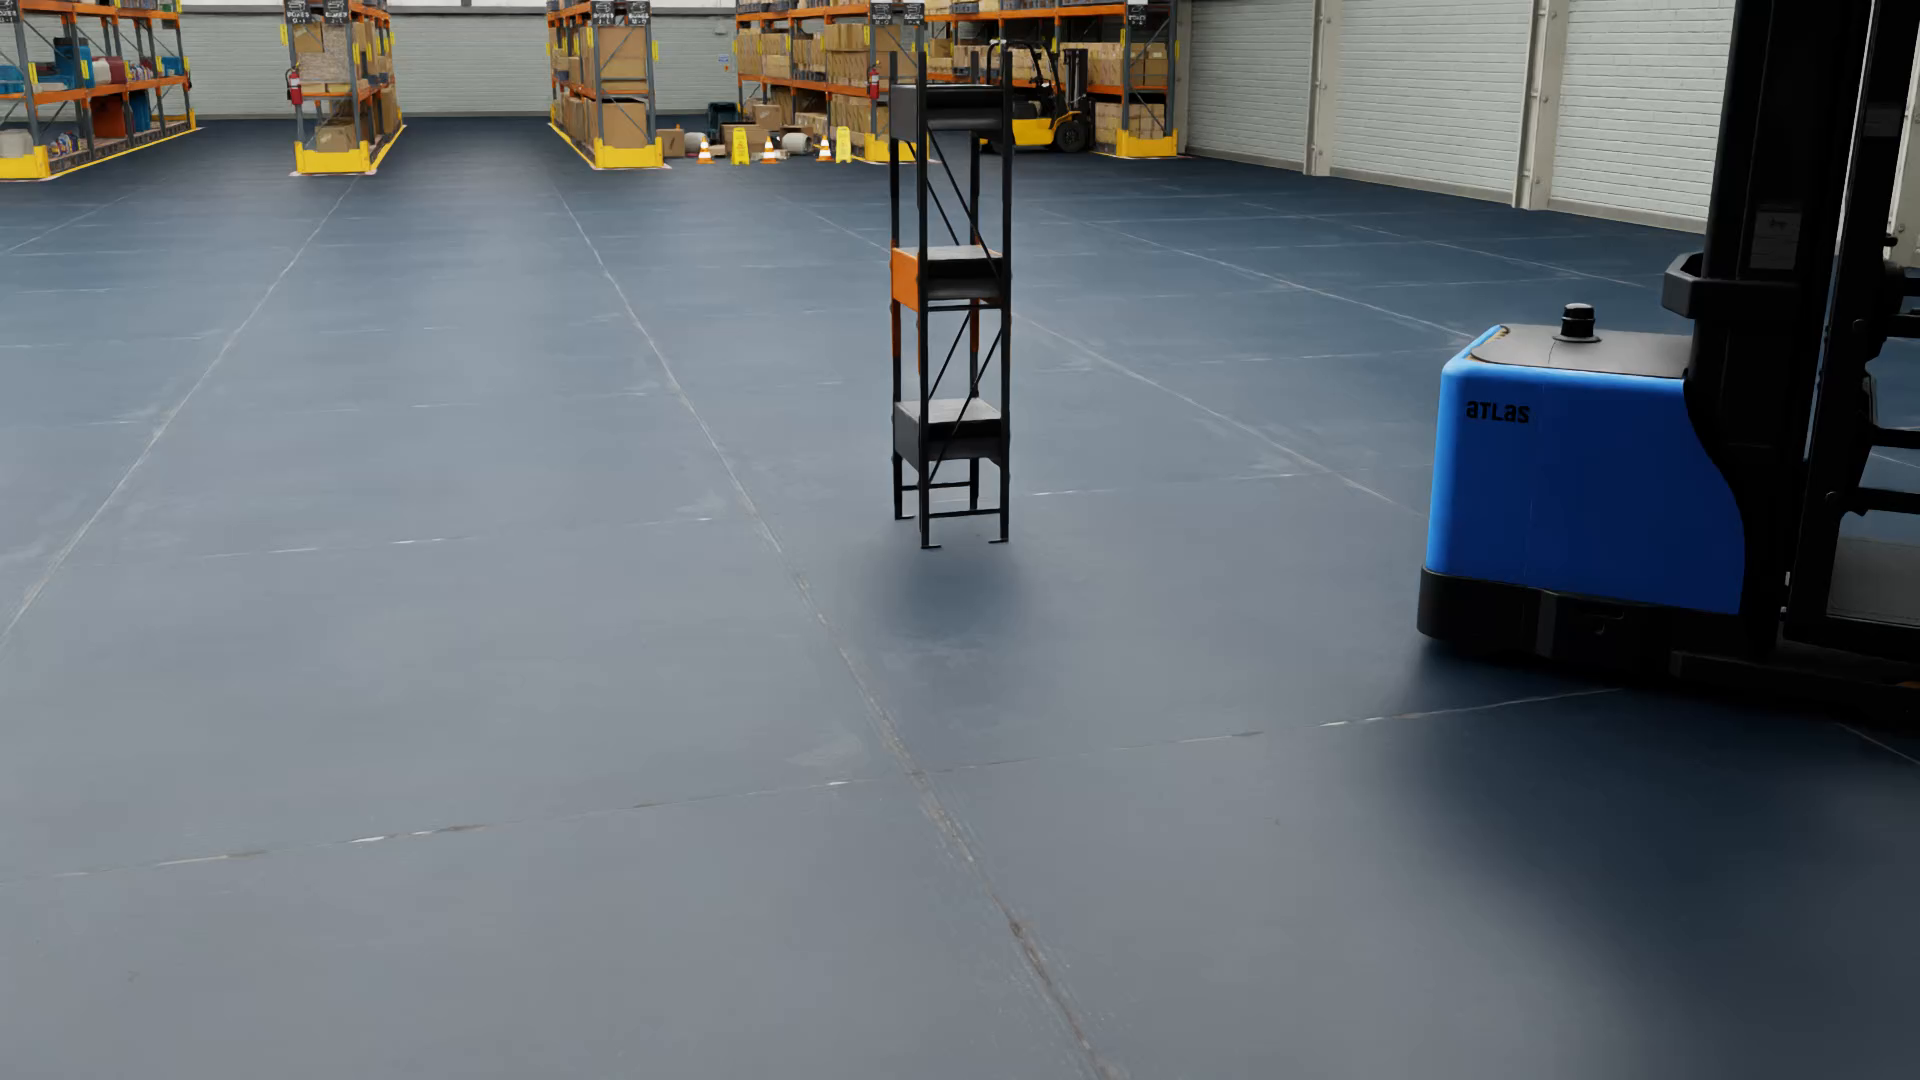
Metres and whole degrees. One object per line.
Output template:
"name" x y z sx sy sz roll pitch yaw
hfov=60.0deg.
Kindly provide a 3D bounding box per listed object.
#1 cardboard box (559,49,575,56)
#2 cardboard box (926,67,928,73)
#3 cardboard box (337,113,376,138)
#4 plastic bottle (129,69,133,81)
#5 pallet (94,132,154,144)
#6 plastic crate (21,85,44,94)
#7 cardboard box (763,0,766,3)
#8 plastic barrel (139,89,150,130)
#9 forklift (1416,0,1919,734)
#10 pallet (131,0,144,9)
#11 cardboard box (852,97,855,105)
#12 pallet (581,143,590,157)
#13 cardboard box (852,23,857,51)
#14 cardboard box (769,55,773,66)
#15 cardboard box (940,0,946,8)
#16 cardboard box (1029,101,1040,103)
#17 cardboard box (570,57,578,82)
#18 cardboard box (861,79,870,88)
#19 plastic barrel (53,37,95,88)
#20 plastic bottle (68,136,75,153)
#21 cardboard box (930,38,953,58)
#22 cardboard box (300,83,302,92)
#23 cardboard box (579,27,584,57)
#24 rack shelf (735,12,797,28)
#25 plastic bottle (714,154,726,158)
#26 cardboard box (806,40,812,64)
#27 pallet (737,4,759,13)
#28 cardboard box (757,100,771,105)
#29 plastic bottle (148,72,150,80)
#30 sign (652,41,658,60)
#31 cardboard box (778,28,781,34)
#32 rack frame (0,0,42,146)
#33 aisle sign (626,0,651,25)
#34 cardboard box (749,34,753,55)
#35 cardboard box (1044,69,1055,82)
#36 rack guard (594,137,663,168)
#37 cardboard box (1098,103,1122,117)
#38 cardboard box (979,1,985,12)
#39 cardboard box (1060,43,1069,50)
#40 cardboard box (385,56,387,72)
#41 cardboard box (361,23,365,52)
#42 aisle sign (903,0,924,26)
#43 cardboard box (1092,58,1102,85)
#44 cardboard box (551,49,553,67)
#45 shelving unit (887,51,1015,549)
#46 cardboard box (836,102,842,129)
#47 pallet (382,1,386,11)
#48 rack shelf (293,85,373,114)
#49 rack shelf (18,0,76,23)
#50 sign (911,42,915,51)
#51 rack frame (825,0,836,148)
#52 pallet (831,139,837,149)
"cardboard box" -8.660 -10.767 36.755 0.380 0.149 0.250 -5 18 -17
"cardboard box" -0.723 -12.883 45.565 0.380 0.149 0.250 -4 17 -14
"cardboard box" -12.351 -8.459 33.979 0.700 0.500 0.500 -3 17 -11
"plastic bottle" -17.711 -9.920 35.486 0.097 0.271 0.097 0 17 0
"pallet" -18.232 -8.762 36.256 1.003 0.211 1.213 -5 17 -15
"plastic crate" -15.382 -7.480 27.598 0.298 0.136 0.250 -5 17 -15
"cardboard box" -4.489 -13.247 40.220 0.500 0.500 0.500 -5 17 -16
"plastic barrel" -18.610 -9.697 37.438 0.600 0.901 0.708 -5 17 -15
"forklift" 3.228 -0.926 5.439 3.031 2.935 1.130 8 19 26
"pallet" -18.119 -11.476 35.558 1.003 0.211 1.213 -5 17 -15
"cardboard box" -1.857 -8.430 31.919 0.380 0.149 0.250 -4 17 -14
"pallet" -6.852 -7.644 32.532 1.003 0.211 1.213 -5 17 -15
"cardboard box" -1.637 -9.442 31.244 0.700 0.500 0.500 -5 17 -15
"cardboard box" -4.319 -11.568 40.140 0.500 0.250 0.500 -4 17 -15
"cardboard box" -0.207 -13.985 43.325 0.500 0.250 0.500 -5 18 -17
"cardboard box" 1.949 -9.639 37.724 0.875 0.625 0.625 -5 18 -18
"cardboard box" -7.940 -9.925 35.104 0.500 0.500 0.500 -5 17 -15
"cardboard box" -1.639 -8.536 31.092 0.380 0.149 0.250 -5 17 -16
"plastic barrel" -16.359 -8.811 30.699 0.600 0.901 0.708 -5 17 -15
"plastic bottle" -15.953 -7.099 29.830 0.061 0.283 0.133 -4 17 -12
"cardboard box" -0.502 -13.196 44.608 0.500 0.500 0.500 -4 17 -14
"cardboard box" -11.146 -7.802 28.647 0.380 0.149 0.250 -5 17 -15
"cardboard box" -6.917 -9.680 32.325 0.875 0.550 0.550 -5 17 -15
"rack shelf" -5.002 -13.473 43.128 1.077 0.370 4.000 -5 17 -15
"plastic bottle" -4.600 -7.336 31.770 0.133 0.061 0.283 -12 20 -34
"cardboard box" -3.019 -10.541 35.910 0.500 0.500 0.500 -5 18 -17
"pallet" -5.338 -14.124 44.198 1.003 0.211 1.213 -5 17 -15
"cardboard box" -4.768 -11.232 43.353 0.875 0.438 0.875 -5 17 -17
"plastic bottle" -18.266 -10.444 37.353 0.097 0.201 0.097 0 17 0
"sign" -5.351 -8.584 29.172 0.100 0.325 0.005 -5 17 -15
"cardboard box" -4.375 -12.843 41.953 0.380 0.149 0.250 -4 17 -14
"rack frame" -15.445 -7.333 26.652 1.000 3.000 0.127 -5 17 -15
"aisle sign" -5.578 -9.338 28.807 0.394 0.787 0.004 -5 17 -15
"cardboard box" -5.128 -12.744 42.753 0.500 0.500 0.500 -4 17 -15
"cardboard box" 2.128 -10.055 35.974 0.500 0.250 0.500 -4 17 -14
"rack guard" -5.879 -6.885 29.505 1.175 0.500 0.348 -5 17 -15
"cardboard box" 3.045 -8.509 32.876 0.500 0.250 0.500 -4 17 -14
"cardboard box" 0.768 -12.880 40.163 0.500 0.250 0.500 -5 17 -15
"cardboard box" 2.320 -10.398 35.035 0.380 0.149 0.250 -4 17 -14
"cardboard box" -13.590 -10.984 38.632 0.500 0.500 0.500 -5 17 -15
"cardboard box" -11.255 -9.260 30.636 0.500 0.500 0.500 -5 17 -15
"aisle sign" -0.839 -9.761 30.214 0.394 0.787 0.004 -5 17 -15
"cardboard box" 2.955 -9.351 33.195 0.500 0.500 0.500 -5 17 -16
"cardboard box" -10.254 -12.413 42.872 0.500 0.500 0.500 -5 17 -15
"shelving unit" -0.045 -1.051 7.302 0.431 2.100 0.503 -5 17 -15
"cardboard box" -2.193 -8.527 33.370 0.500 0.500 0.500 -4 17 -13
"pallet" -14.527 -13.002 40.464 1.003 0.211 1.213 -5 17 -15
"rack shelf" -11.232 -7.934 29.901 1.077 0.370 4.000 -5 17 -15
"rack shelf" -15.995 -8.979 28.165 1.077 0.370 4.000 -5 17 -15
"sign" -1.302 -13.699 46.340 0.100 0.325 0.005 -5 17 -15
"rack frame" -2.254 -9.615 34.247 1.000 3.000 0.127 -5 17 -15
"pallet" -2.035 -8.097 34.039 1.003 0.211 1.213 -5 17 -15
